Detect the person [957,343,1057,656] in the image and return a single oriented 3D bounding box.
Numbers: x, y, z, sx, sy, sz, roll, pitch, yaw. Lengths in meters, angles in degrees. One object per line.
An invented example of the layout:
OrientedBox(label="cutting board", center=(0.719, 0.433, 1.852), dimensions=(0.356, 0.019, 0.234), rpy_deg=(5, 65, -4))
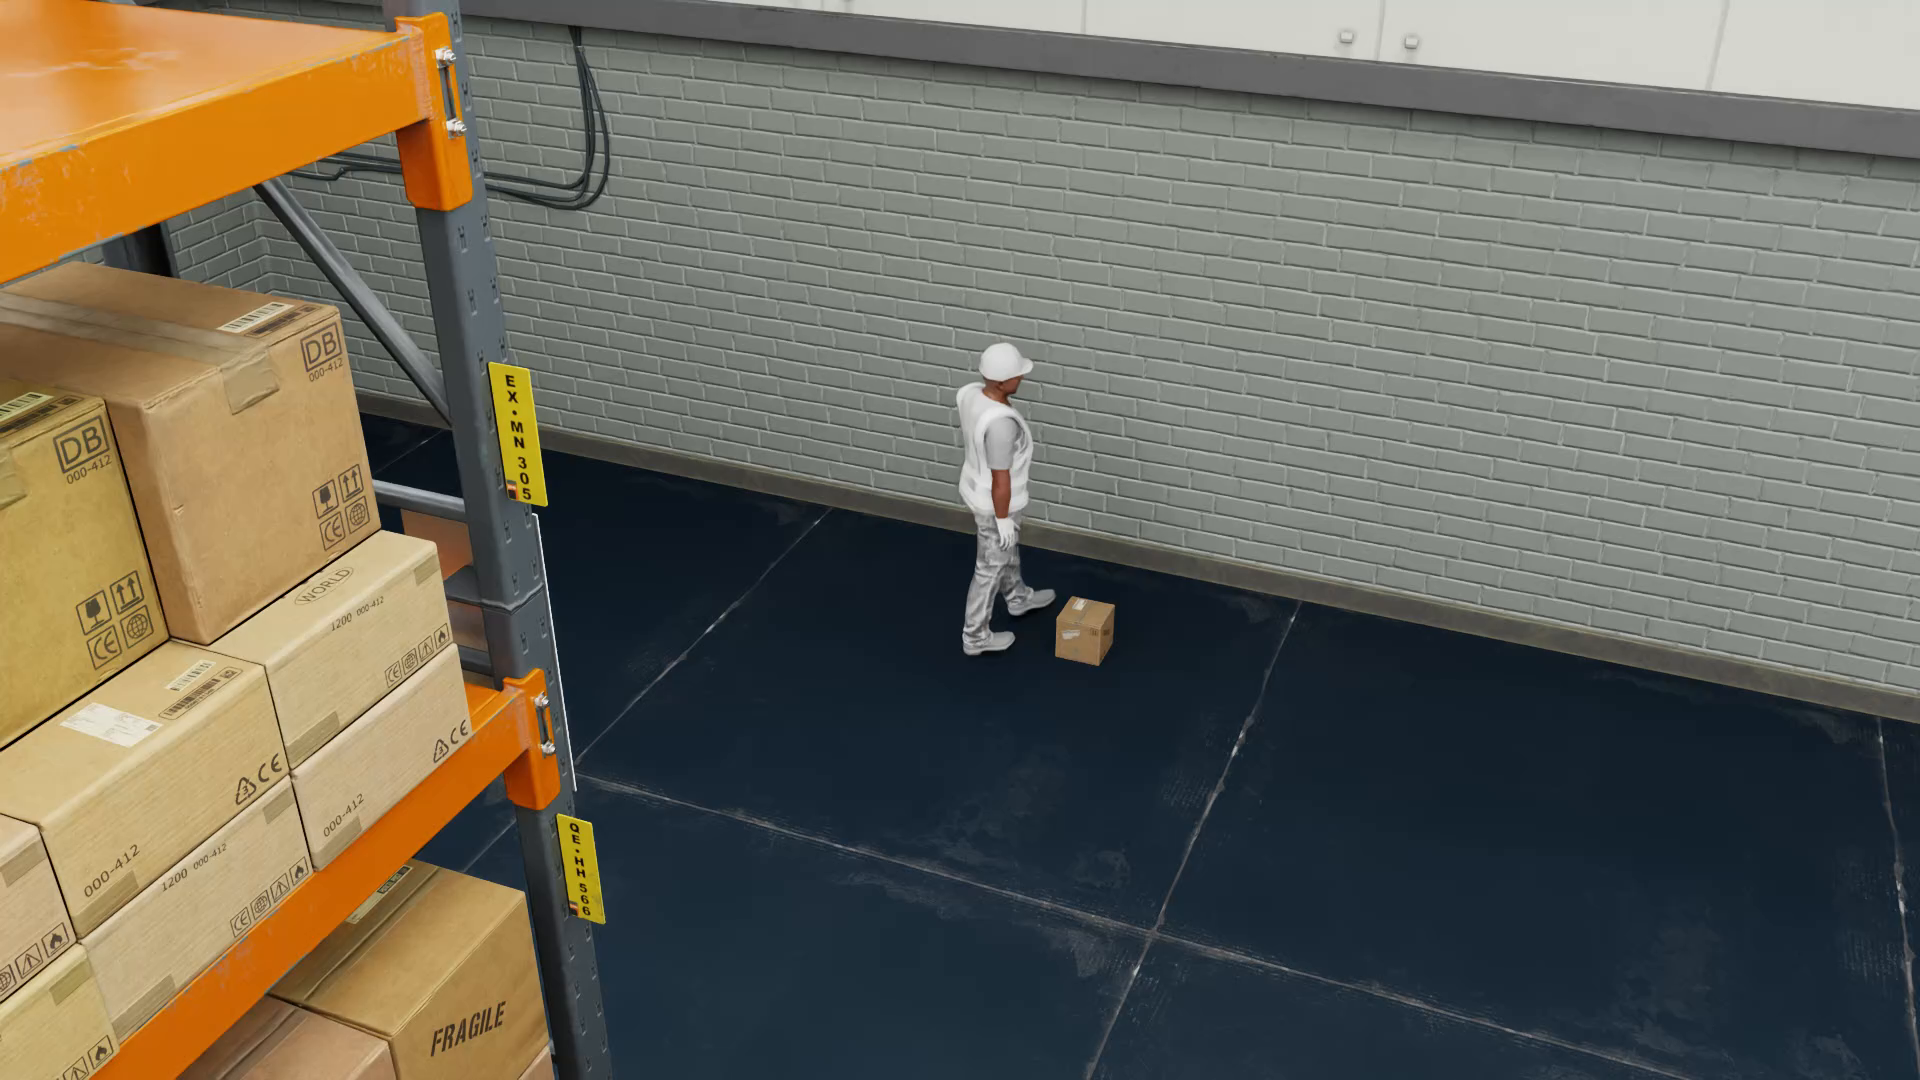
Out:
OrientedBox(label="person", center=(0.309, -0.244, 8.796), dimensions=(0.662, 1.782, 0.589), rpy_deg=(-9, 31, -16))
